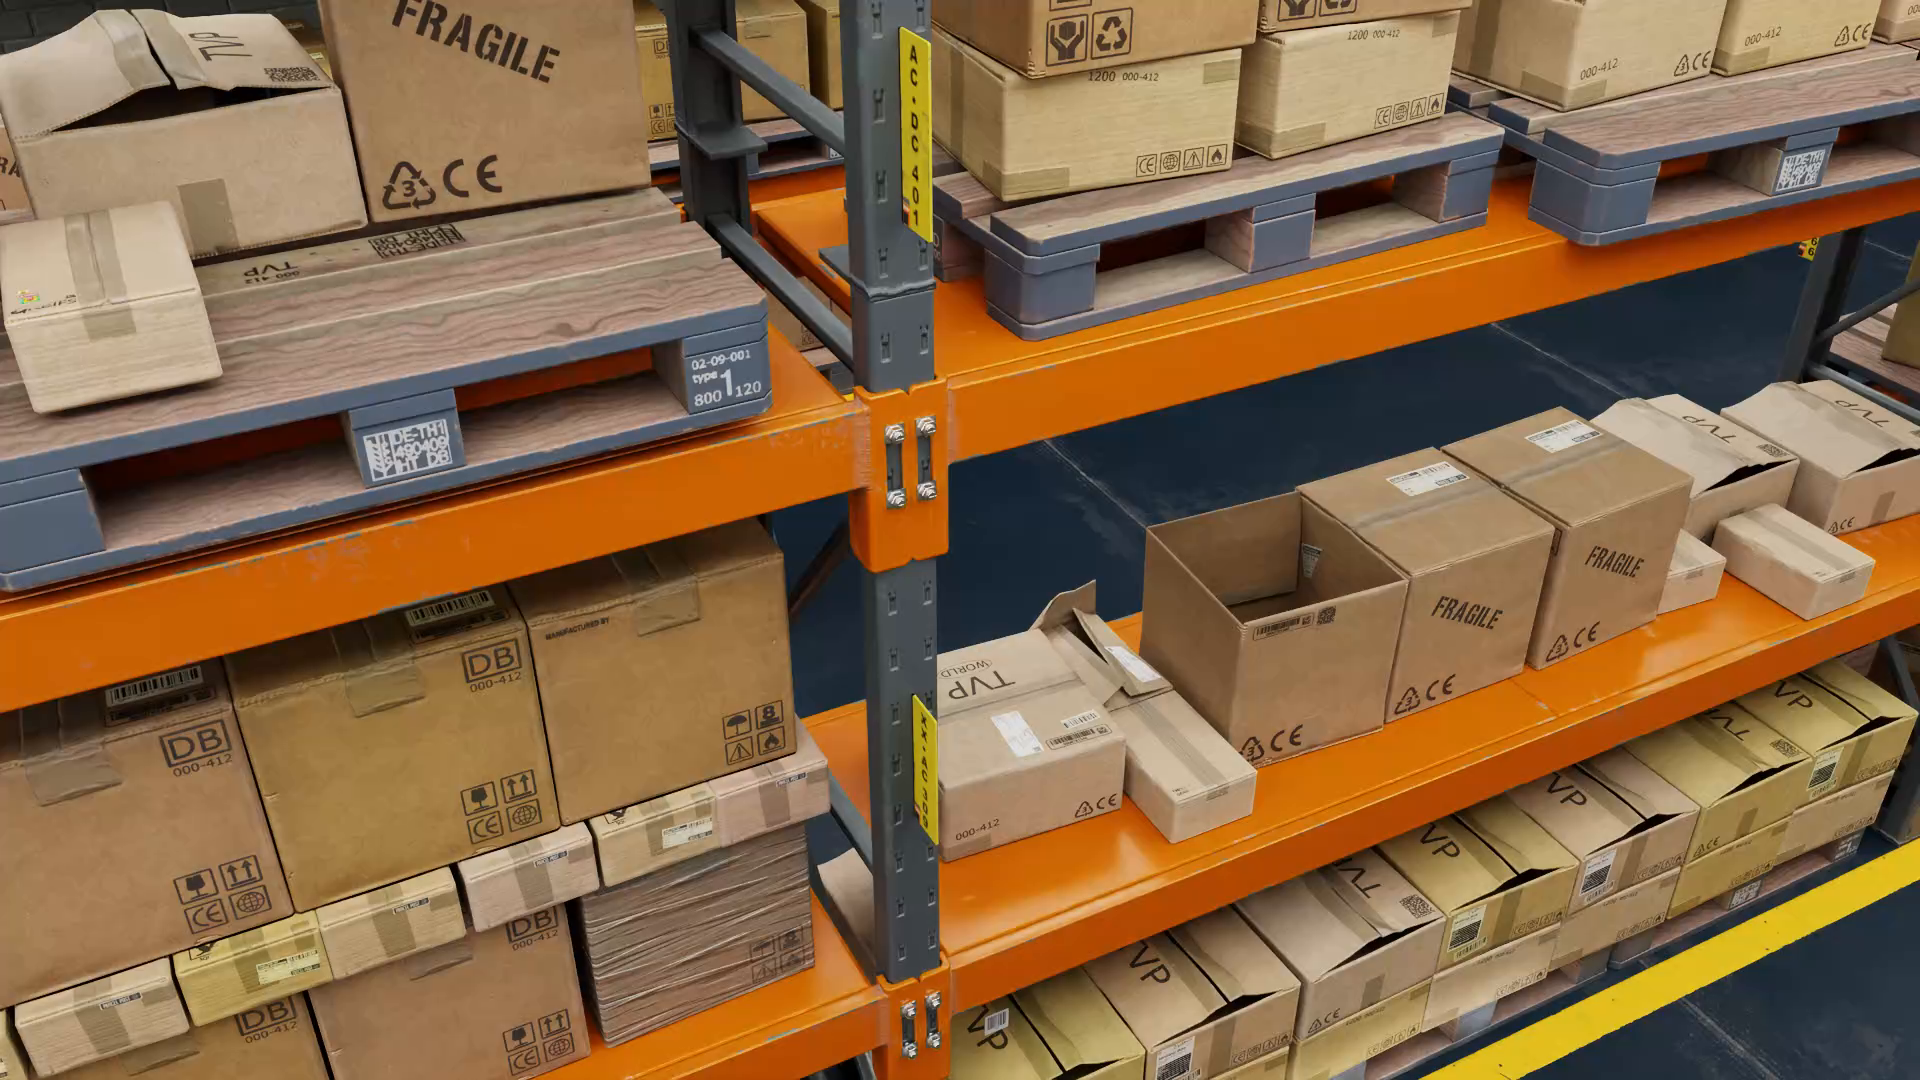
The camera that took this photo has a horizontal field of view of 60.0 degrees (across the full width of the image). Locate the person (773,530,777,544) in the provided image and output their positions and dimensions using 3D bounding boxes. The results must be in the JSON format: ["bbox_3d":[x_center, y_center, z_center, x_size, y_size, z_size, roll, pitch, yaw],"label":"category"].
[{"bbox_3d":[-1.007,-0.395,6.734,0.638,1.761,0.457,-16,36,-24],"label":"person"}]
